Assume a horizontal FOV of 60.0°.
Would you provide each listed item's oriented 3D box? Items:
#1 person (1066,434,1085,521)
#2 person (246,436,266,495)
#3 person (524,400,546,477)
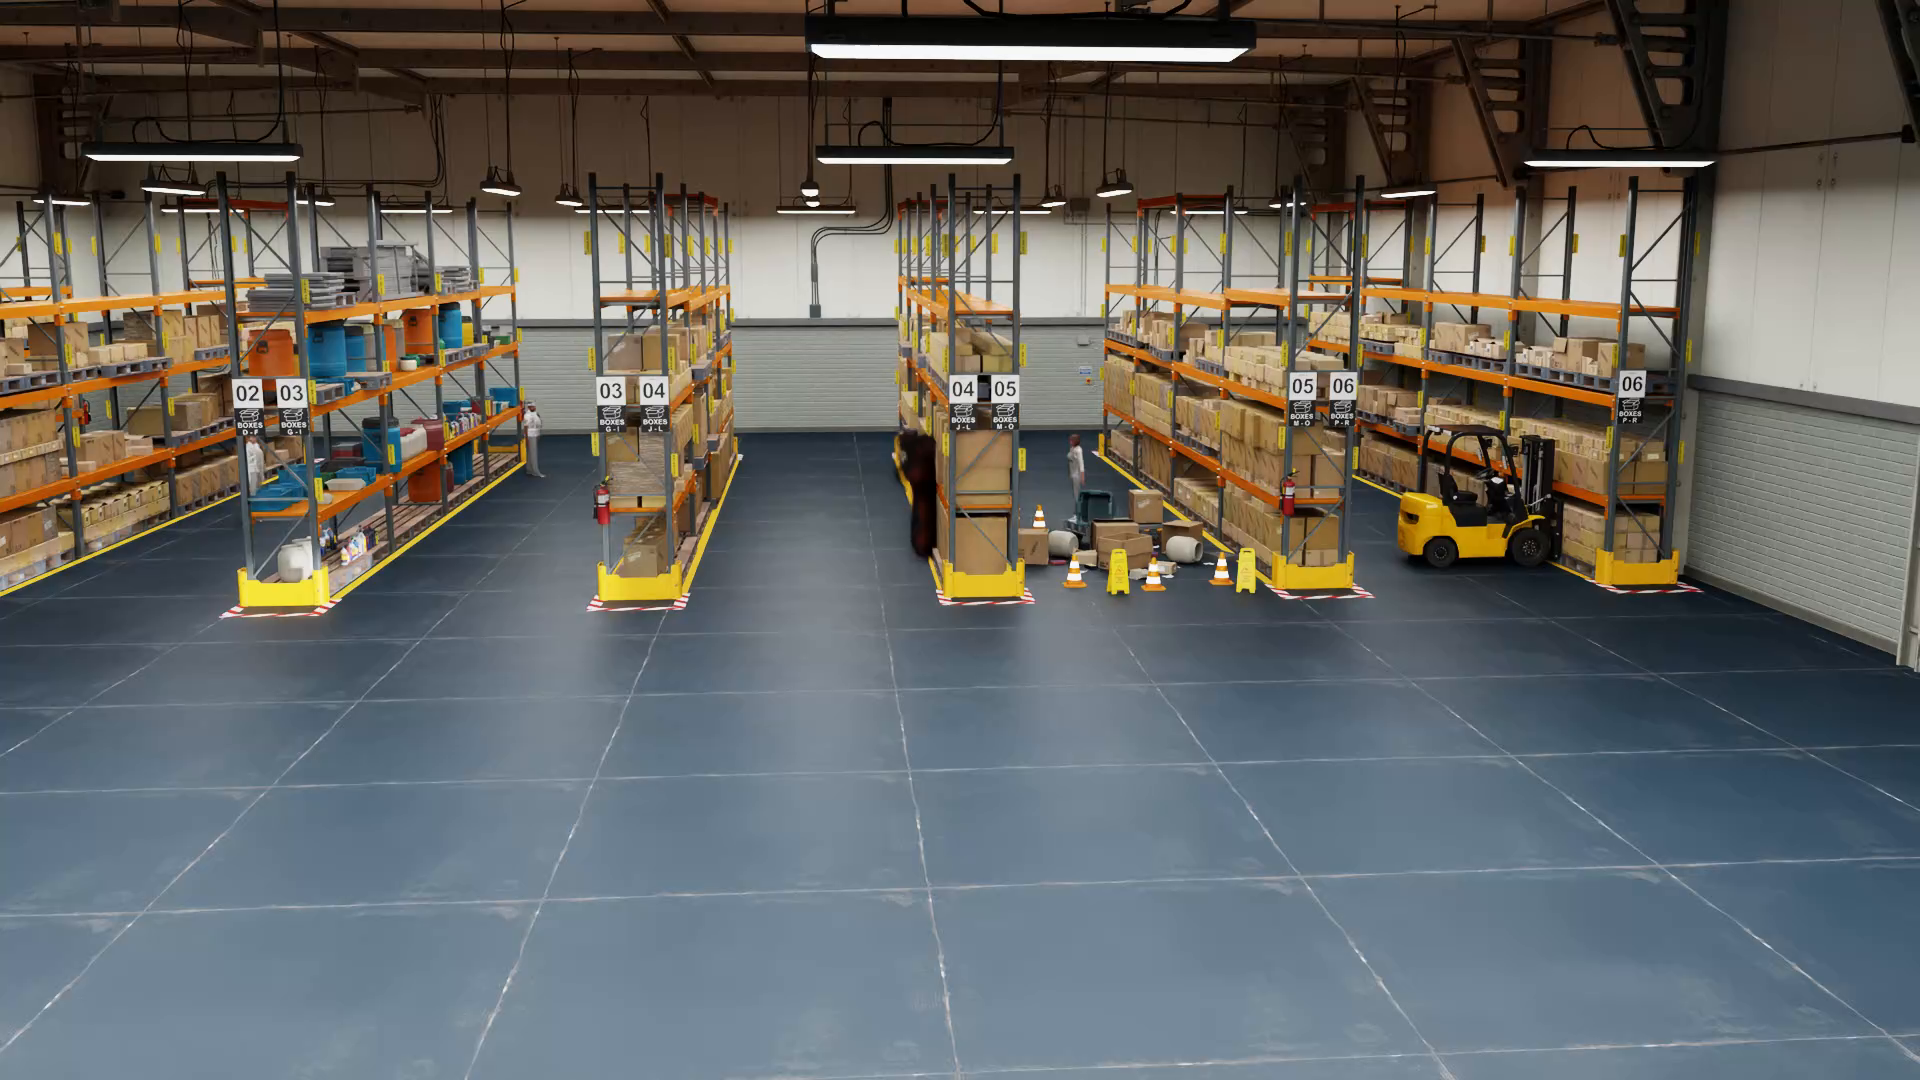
[{"bbox_3d":[2.140,-1.160,30.660,0.357,1.603,0.464,0,10,0],"label":"person"},{"bbox_3d":[-13.028,-1.204,30.749,0.362,1.701,0.562,-1,10,-4],"label":"person"},{"bbox_3d":[-9.373,-2.250,36.668,0.503,1.701,0.492,1,10,4],"label":"person"}]
